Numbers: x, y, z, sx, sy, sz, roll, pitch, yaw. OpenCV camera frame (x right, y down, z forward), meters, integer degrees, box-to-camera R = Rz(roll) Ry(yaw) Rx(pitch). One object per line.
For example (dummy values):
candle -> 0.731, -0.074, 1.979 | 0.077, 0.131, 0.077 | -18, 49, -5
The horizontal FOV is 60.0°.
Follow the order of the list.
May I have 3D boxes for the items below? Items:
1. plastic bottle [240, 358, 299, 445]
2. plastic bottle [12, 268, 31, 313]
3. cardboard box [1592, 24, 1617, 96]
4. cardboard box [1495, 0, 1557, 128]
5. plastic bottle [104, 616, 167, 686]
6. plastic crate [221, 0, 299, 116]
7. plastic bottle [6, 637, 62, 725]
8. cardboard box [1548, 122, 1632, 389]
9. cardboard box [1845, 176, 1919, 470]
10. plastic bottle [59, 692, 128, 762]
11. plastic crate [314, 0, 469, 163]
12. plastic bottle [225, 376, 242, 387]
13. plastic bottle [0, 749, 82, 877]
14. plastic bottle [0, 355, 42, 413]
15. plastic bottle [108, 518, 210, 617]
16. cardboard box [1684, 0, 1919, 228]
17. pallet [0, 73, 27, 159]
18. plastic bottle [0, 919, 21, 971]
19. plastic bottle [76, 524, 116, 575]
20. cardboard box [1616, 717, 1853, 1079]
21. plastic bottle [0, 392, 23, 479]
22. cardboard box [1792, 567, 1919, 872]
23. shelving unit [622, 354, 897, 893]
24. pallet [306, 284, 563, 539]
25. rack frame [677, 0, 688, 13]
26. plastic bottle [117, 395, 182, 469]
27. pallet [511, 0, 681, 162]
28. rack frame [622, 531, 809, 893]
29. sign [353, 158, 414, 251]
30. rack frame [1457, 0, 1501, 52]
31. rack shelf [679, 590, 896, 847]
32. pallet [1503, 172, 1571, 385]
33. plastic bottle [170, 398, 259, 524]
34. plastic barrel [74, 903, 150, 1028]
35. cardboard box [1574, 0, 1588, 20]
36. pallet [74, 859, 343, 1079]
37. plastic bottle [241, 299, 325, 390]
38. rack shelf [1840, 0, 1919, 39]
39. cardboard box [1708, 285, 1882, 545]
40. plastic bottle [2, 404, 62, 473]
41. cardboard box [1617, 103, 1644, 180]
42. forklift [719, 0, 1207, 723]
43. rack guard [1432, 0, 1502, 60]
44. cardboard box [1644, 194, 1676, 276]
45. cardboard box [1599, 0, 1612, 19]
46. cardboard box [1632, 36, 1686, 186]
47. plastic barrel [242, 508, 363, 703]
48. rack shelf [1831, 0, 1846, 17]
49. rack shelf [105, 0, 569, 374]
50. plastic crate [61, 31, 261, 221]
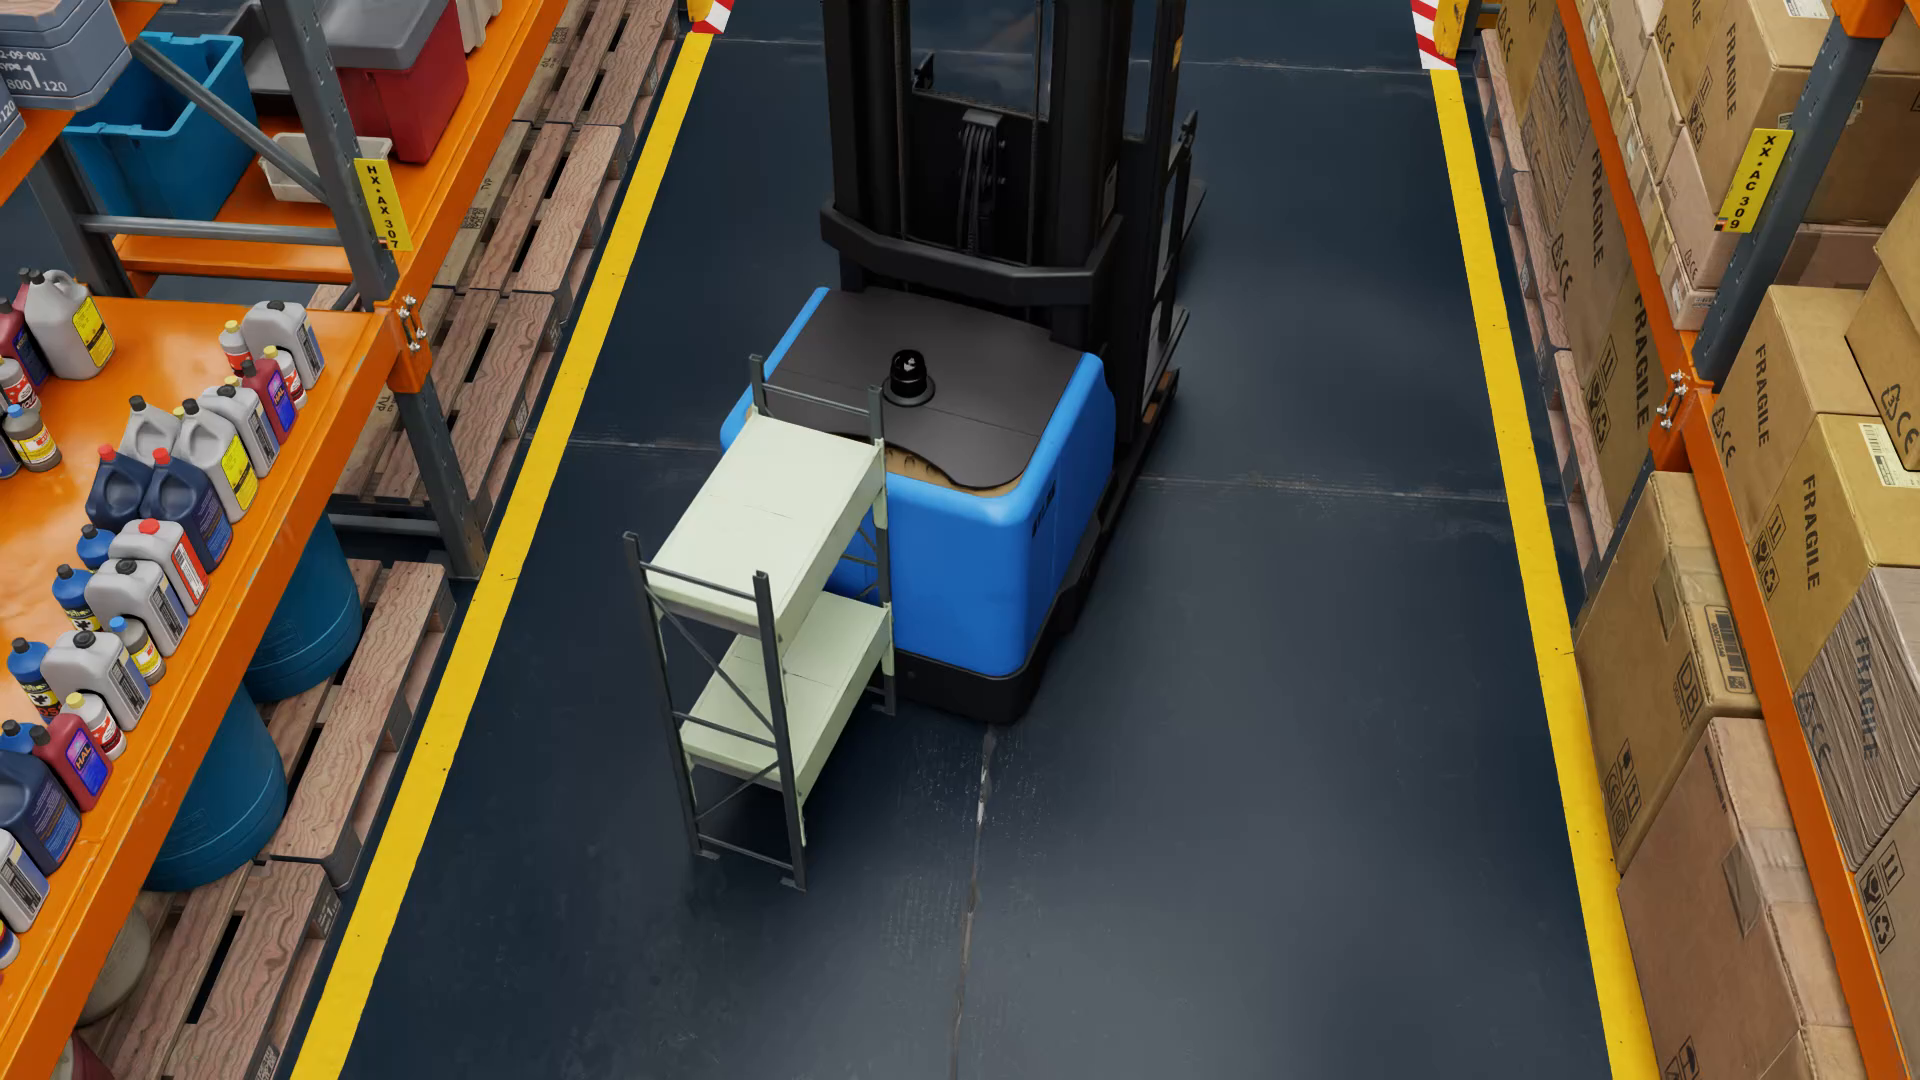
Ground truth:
plastic bottle -> -1.947, -0.413, 4.674 | 0.061, 0.283, 0.133 | 4, 48, 4
plastic bottle -> -2.715, -0.657, 4.897 | 0.061, 0.283, 0.133 | 4, 48, 4
cardboard box -> 2.493, -1.710, 5.951 | 0.380, 0.149, 0.250 | 3, 48, 3
cardboard box -> 3.061, -2.492, 7.652 | 0.875, 0.875, 0.875 | 4, 48, 4
plastic bottle -> -2.046, 0.266, 4.108 | 0.097, 0.201, 0.097 | 0, 48, 0
plastic crate -> -2.423, -1.705, 5.922 | 0.437, 0.125, 0.590 | 4, 48, 4
plastic bottle -> -2.210, 0.331, 4.001 | 0.097, 0.271, 0.097 | 0, 48, 0
cardboard box -> 2.897, -1.170, 6.442 | 0.875, 0.875, 0.875 | 4, 48, 4
cardboard box -> 2.625, -0.506, 3.933 | 0.797, 0.503, 0.637 | 3, 48, 3
plastic bottle -> -2.067, 0.437, 3.952 | 0.097, 0.201, 0.097 | 0, 48, 0
plastic crate -> -1.926, -1.618, 5.613 | 0.402, 0.464, 0.583 | 4, 48, 4
plastic bottle -> -2.027, -0.378, 4.697 | 0.097, 0.201, 0.097 | 0, 48, 0
plastic bottle -> -2.115, 0.586, 3.714 | 0.144, 0.351, 0.185 | 4, 48, 4
plastic bottle -> -2.720, -0.445, 4.759 | 0.097, 0.201, 0.097 | 0, 48, 0
plastic bottle -> -2.050, 0.055, 4.251 | 0.152, 0.276, 0.135 | 4, 48, 4
cardboard box -> 2.451, -1.263, 4.764 | 0.500, 0.500, 0.500 | 5, 48, 5
pallet -> -2.332, -0.470, 2.742 | 1.003, 0.211, 1.213 | 4, 48, 4
plastic bottle -> -2.117, 0.817, 3.557 | 0.097, 0.271, 0.097 | 0, 48, 0
plastic bottle -> -2.176, 0.062, 4.248 | 0.097, 0.271, 0.097 | 0, 48, 0
cardboard box -> 2.556, 1.100, 4.367 | 1.225, 0.875, 0.875 | 2, 48, 2
plastic bottle -> -2.712, -0.312, 4.587 | 0.152, 0.276, 0.135 | 4, 48, 4
cardboard box -> 2.293, 0.421, 3.765 | 0.500, 0.500, 0.500 | 3, 48, 3
shelving unit -> -0.537, 0.291, 4.967 | 0.431, 1.500, 0.755 | 16, 49, 14
pallet -> -2.229, -0.539, 6.600 | 1.003, 0.211, 1.213 | 4, 48, 4
rack frame -> -1.893, -3.876, 7.763 | 1.000, 3.000, 0.127 | 4, 48, 4
plastic bottle -> -2.159, -0.233, 4.463 | 0.144, 0.351, 0.185 | 4, 48, 4
pallet -> -2.006, -2.332, 8.240 | 1.003, 0.211, 1.213 | 4, 48, 4
rack frame -> -0.668, 0.544, 4.736 | 0.400, 1.500, 0.023 | 16, 49, 14
sign -> -1.710, -0.992, 4.937 | 0.100, 0.325, 0.005 | 4, 48, 4
rack frame -> 3.040, -3.543, 7.458 | 1.000, 3.000, 0.127 | 4, 48, 4
rack shelf -> -0.537, 0.511, 5.208 | 0.431, 0.370, 0.720 | 16, 49, 14
pallet -> 2.931, -1.115, 7.127 | 1.003, 0.211, 1.213 | 4, 48, 4
plastic bottle -> -2.015, -0.223, 4.455 | 0.144, 0.351, 0.185 | 4, 48, 4
plastic barrel -> -2.529, 1.089, 4.623 | 0.421, 0.512, 0.421 | 0, 48, 0
cardboard box -> 2.540, -2.090, 6.299 | 0.380, 0.149, 0.250 | 3, 48, 3
pallet -> -2.478, 1.467, 4.765 | 1.003, 0.211, 1.213 | 4, 48, 4
plastic bottle -> -1.971, -0.584, 4.835 | 0.152, 0.276, 0.135 | 4, 48, 4
rack shelf -> 2.493, 0.096, 2.584 | 1.077, 0.370, 4.000 | 4, 48, 4
cardboard box -> 2.384, -0.317, 4.439 | 0.500, 0.500, 0.500 | 4, 48, 4
plastic bottle -> -2.586, -0.292, 4.619 | 0.097, 0.201, 0.097 | 0, 48, 0
cardboard box -> 2.447, -1.332, 5.606 | 0.380, 0.149, 0.250 | 5, 48, 4
forklift -> 0.240, -1.483, 5.620 | 1.130, 2.935, 3.031 | 16, 49, 14
rack guard -> 3.042, -2.717, 8.397 | 1.175, 0.500, 0.348 | 4, 48, 4
cardboard box -> 2.400, -0.955, 5.261 | 0.380, 0.149, 0.250 | 5, 48, 4
cardboard box -> 2.595, -2.123, 6.059 | 0.500, 0.250, 0.500 | 3, 48, 3
cardboard box -> 2.499, -1.376, 5.376 | 0.500, 0.250, 0.500 | 5, 48, 5
plastic barrel -> -2.324, 0.028, 5.329 | 0.600, 0.901, 0.708 | 4, 48, 4
rack shelf -> 2.857, -2.843, 5.272 | 1.077, 0.370, 4.000 | 4, 48, 4
rack shelf -> -2.075, -2.164, 6.684 | 1.077, 0.370, 4.000 | 4, 48, 4
plastic crate -> -2.554, -1.318, 5.393 | 0.392, 0.384, 0.575 | 4, 48, 4
